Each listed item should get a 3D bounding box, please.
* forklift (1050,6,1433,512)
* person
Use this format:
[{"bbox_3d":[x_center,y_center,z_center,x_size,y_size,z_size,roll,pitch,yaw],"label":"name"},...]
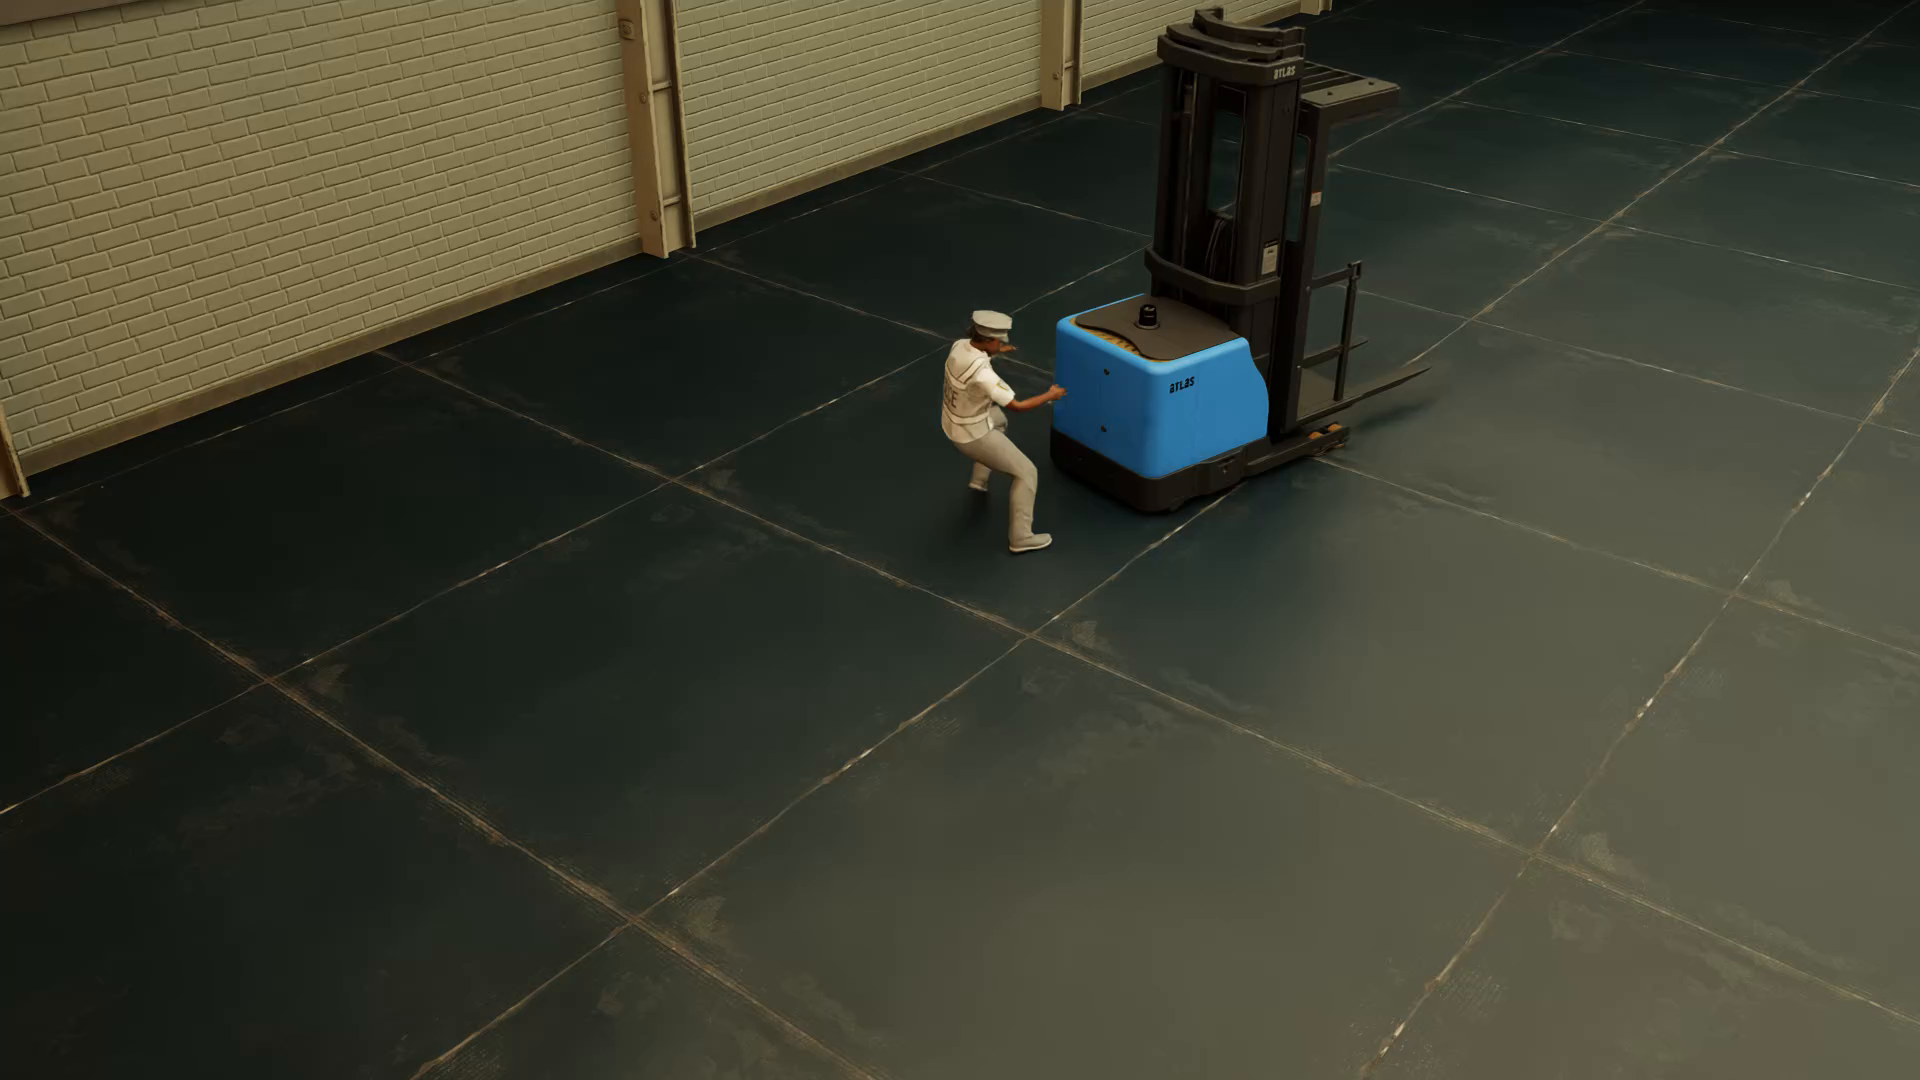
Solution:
[{"bbox_3d":[2.089,-2.035,11.077,3.031,2.935,1.130,-21,36,-32],"label":"forklift"},{"bbox_3d":[0.262,-0.767,10.379,0.728,1.447,0.942,-8,31,-14],"label":"person"}]
